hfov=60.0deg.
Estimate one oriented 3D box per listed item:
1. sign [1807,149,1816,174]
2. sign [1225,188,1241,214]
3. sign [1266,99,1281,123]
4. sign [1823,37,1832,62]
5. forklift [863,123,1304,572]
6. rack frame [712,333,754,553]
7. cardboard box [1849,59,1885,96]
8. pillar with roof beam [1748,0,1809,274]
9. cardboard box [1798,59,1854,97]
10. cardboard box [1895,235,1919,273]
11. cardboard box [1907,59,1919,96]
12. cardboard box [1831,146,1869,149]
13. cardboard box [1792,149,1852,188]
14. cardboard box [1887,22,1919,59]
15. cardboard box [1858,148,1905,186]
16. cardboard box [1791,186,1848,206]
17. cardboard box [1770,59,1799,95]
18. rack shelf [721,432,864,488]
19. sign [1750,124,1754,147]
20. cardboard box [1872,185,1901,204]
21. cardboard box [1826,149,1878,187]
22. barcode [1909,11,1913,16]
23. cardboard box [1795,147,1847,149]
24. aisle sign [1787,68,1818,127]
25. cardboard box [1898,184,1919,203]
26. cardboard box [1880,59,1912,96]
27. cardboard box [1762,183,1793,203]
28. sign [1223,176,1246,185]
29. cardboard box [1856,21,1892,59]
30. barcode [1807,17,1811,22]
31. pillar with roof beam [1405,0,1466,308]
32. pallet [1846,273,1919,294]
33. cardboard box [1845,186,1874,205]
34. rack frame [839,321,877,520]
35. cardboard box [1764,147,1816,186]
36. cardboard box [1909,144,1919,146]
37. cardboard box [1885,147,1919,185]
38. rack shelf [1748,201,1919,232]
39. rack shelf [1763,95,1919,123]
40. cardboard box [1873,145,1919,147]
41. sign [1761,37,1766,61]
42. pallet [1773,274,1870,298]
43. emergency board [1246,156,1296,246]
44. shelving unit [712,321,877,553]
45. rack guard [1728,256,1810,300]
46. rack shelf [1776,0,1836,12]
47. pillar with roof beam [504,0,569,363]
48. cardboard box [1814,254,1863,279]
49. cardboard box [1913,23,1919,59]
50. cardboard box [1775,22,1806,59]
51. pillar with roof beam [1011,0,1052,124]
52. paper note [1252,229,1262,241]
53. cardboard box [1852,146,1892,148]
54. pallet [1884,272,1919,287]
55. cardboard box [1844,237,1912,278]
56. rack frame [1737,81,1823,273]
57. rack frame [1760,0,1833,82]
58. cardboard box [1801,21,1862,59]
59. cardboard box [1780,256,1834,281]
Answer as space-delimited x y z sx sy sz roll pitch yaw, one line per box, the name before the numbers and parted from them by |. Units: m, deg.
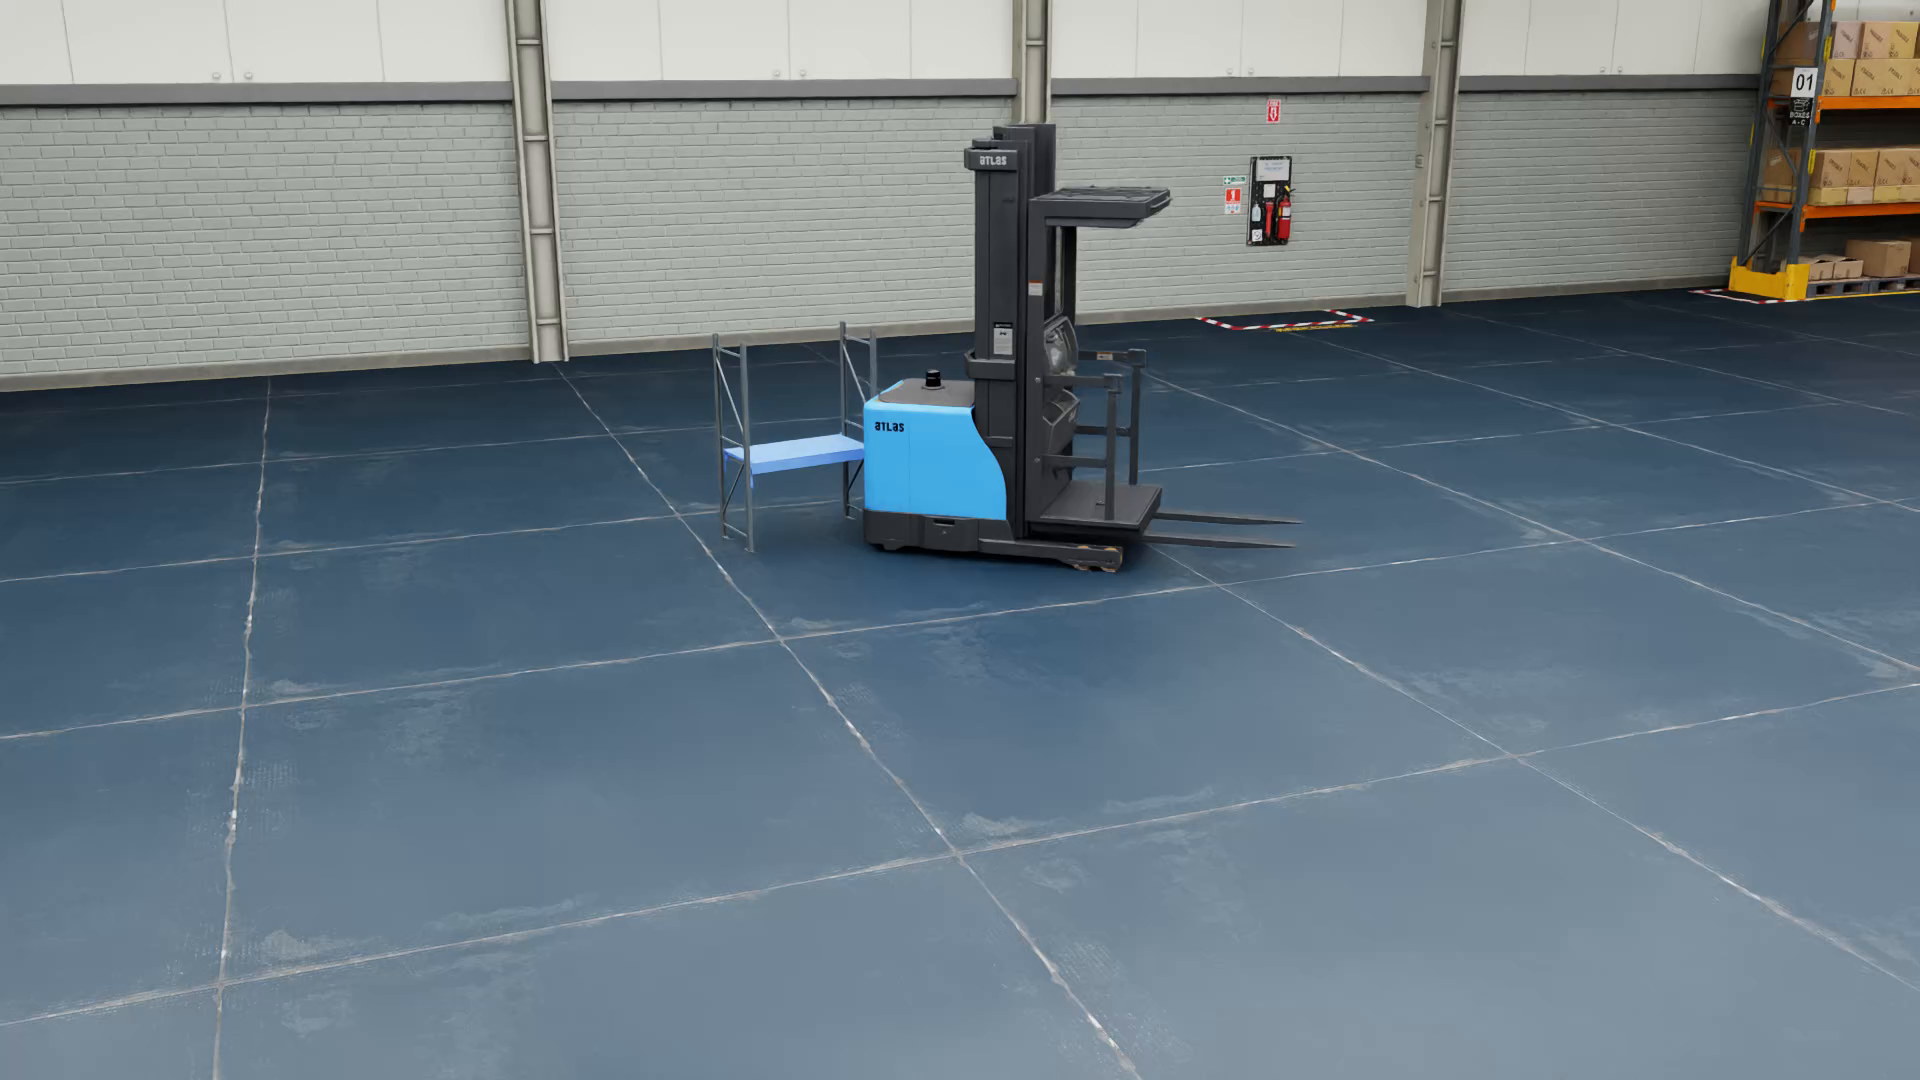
sign | 11.931 -5.305 23.302 0.005 0.325 0.100 -6 17 -20
sign | 3.603 -4.475 21.949 0.234 0.329 0.001 -6 17 -20
sign | 4.113 -5.624 21.811 0.199 0.298 0.001 -6 17 -20
sign | 11.931 -6.748 22.878 0.005 0.325 0.100 -6 17 -20
forklift | 0.886 -1.352 11.502 3.031 2.935 1.130 4 17 15
rack frame | -1.607 -0.686 11.774 0.032 1.500 0.500 -10 19 -31
cardboard box | 12.652 -6.541 23.514 0.500 0.500 0.500 -5 17 -16
pillar with roof beam | 13.621 -7.076 20.223 0.400 9.000 9.100 -6 17 -20
cardboard box | 12.138 -6.497 23.361 0.500 0.500 0.500 -6 17 -19
cardboard box | 14.517 -4.332 25.181 0.500 0.500 0.500 -8 18 -24
cardboard box | 13.629 -6.654 23.898 0.500 0.500 0.500 -5 17 -17
cardboard box | 13.055 -5.534 24.520 0.500 0.500 0.500 -7 18 -22
cardboard box | 12.290 -5.298 23.717 0.500 0.500 0.500 -6 17 -20
cardboard box | 13.144 -7.075 23.557 0.500 0.500 0.500 -6 17 -19
cardboard box | 13.240 -5.396 24.050 0.500 0.500 0.500 -7 18 -22
cardboard box | 12.306 -4.935 23.811 0.500 0.250 0.500 -7 18 -22
cardboard box | 12.036 -6.637 23.840 0.500 0.500 0.500 -5 17 -16
rack shelf | -1.176 -0.590 12.083 1.000 0.185 0.538 -10 19 -31
sign | 11.557 -5.887 24.206 0.005 0.325 0.100 -6 17 -20
cardboard box | 13.263 -5.041 24.172 0.500 0.250 0.500 -6 18 -21
cardboard box | 12.755 -5.346 23.878 0.500 0.500 0.500 -6 17 -20
barcode | 14.020 -7.759 24.501 0.075 0.075 0.001 -6 17 -20
cardboard box | 12.574 -5.481 24.339 0.500 0.500 0.500 -6 17 -19
aisle sign | 11.777 -6.193 23.250 0.004 0.787 0.394 -6 17 -20
cardboard box | 13.736 -5.091 24.343 0.500 0.250 0.500 -6 17 -20
cardboard box | 13.136 -6.595 23.695 0.500 0.500 0.500 -5 17 -18
cardboard box | 12.104 -5.068 24.262 0.500 0.250 0.500 -6 17 -19
sign | 3.611 -4.727 21.867 0.331 0.109 0.001 -6 17 -20
cardboard box | 12.670 -7.021 23.371 0.500 0.500 0.500 -6 18 -21
barcode | 12.221 -7.490 23.939 0.075 0.075 0.001 -6 17 -20
pillar with roof beam | 8.018 -6.471 18.163 0.400 9.000 9.100 -6 17 -20
pallet | 13.716 -3.896 24.991 1.213 0.211 1.003 -6 17 -20
cardboard box | 12.786 -4.991 24.002 0.500 0.250 0.500 -7 18 -22
rack frame | -0.746 -0.838 12.291 0.032 1.500 0.500 -10 19 -31
cardboard box | 12.101 -5.433 24.175 0.500 0.500 0.500 -6 18 -21
cardboard box | 14.474 -5.689 25.047 0.500 0.500 0.500 -6 17 -20
cardboard box | 13.717 -5.451 24.238 0.500 0.500 0.500 -6 17 -18
rack shelf | 13.604 -4.888 24.698 4.000 0.370 1.077 -6 17 -20
rack shelf | 13.604 -6.328 24.275 4.000 0.370 1.077 -6 17 -20
cardboard box | 14.006 -5.640 24.881 0.500 0.500 0.500 -6 17 -19
sign | 11.557 -7.044 23.867 0.005 0.325 0.100 -6 17 -20
pallet | 12.579 -3.774 24.576 1.213 0.211 1.003 -6 17 -20
emergency board | 4.157 -4.486 22.051 0.643 1.169 0.194 -6 17 -20
shelving unit | -1.176 -0.762 12.032 1.048 1.500 0.538 -10 19 -31
rack guard | 11.807 -3.840 24.288 0.348 0.500 1.175 -6 17 -20
rack shelf | 13.604 -7.765 23.853 4.000 0.370 1.077 -6 17 -20
pillar with roof beam | -3.187 -5.261 14.043 0.400 9.000 9.100 -6 17 -20
cardboard box | 12.947 -4.056 24.579 0.500 0.311 0.500 -5 17 -15
cardboard box | 14.109 -7.176 23.902 0.500 0.500 0.500 -7 18 -22
cardboard box | 12.046 -7.121 23.712 0.500 0.500 0.500 -5 17 -18
pillar with roof beam | 2.416 -5.866 16.103 0.400 9.000 9.100 -6 17 -20
paper note | 3.967 -4.064 22.176 0.142 0.148 0.016 -6 17 -20
cardboard box | 13.526 -5.585 24.693 0.500 0.500 0.500 -6 17 -19
pallet | 14.857 -4.020 25.414 1.213 0.211 1.003 -6 17 -20
cardboard box | 13.650 -4.208 24.760 0.500 0.500 0.700 -7 18 -24
rack frame | 11.736 -5.032 23.910 0.127 3.000 1.000 -6 17 -20
rack frame | 11.736 -7.910 23.065 0.127 3.000 1.000 -6 17 -20
cardboard box | 12.183 -6.983 23.244 0.500 0.500 0.500 -8 18 -24
cardboard box | 12.415 -3.999 24.384 0.500 0.311 0.500 -8 18 -26
